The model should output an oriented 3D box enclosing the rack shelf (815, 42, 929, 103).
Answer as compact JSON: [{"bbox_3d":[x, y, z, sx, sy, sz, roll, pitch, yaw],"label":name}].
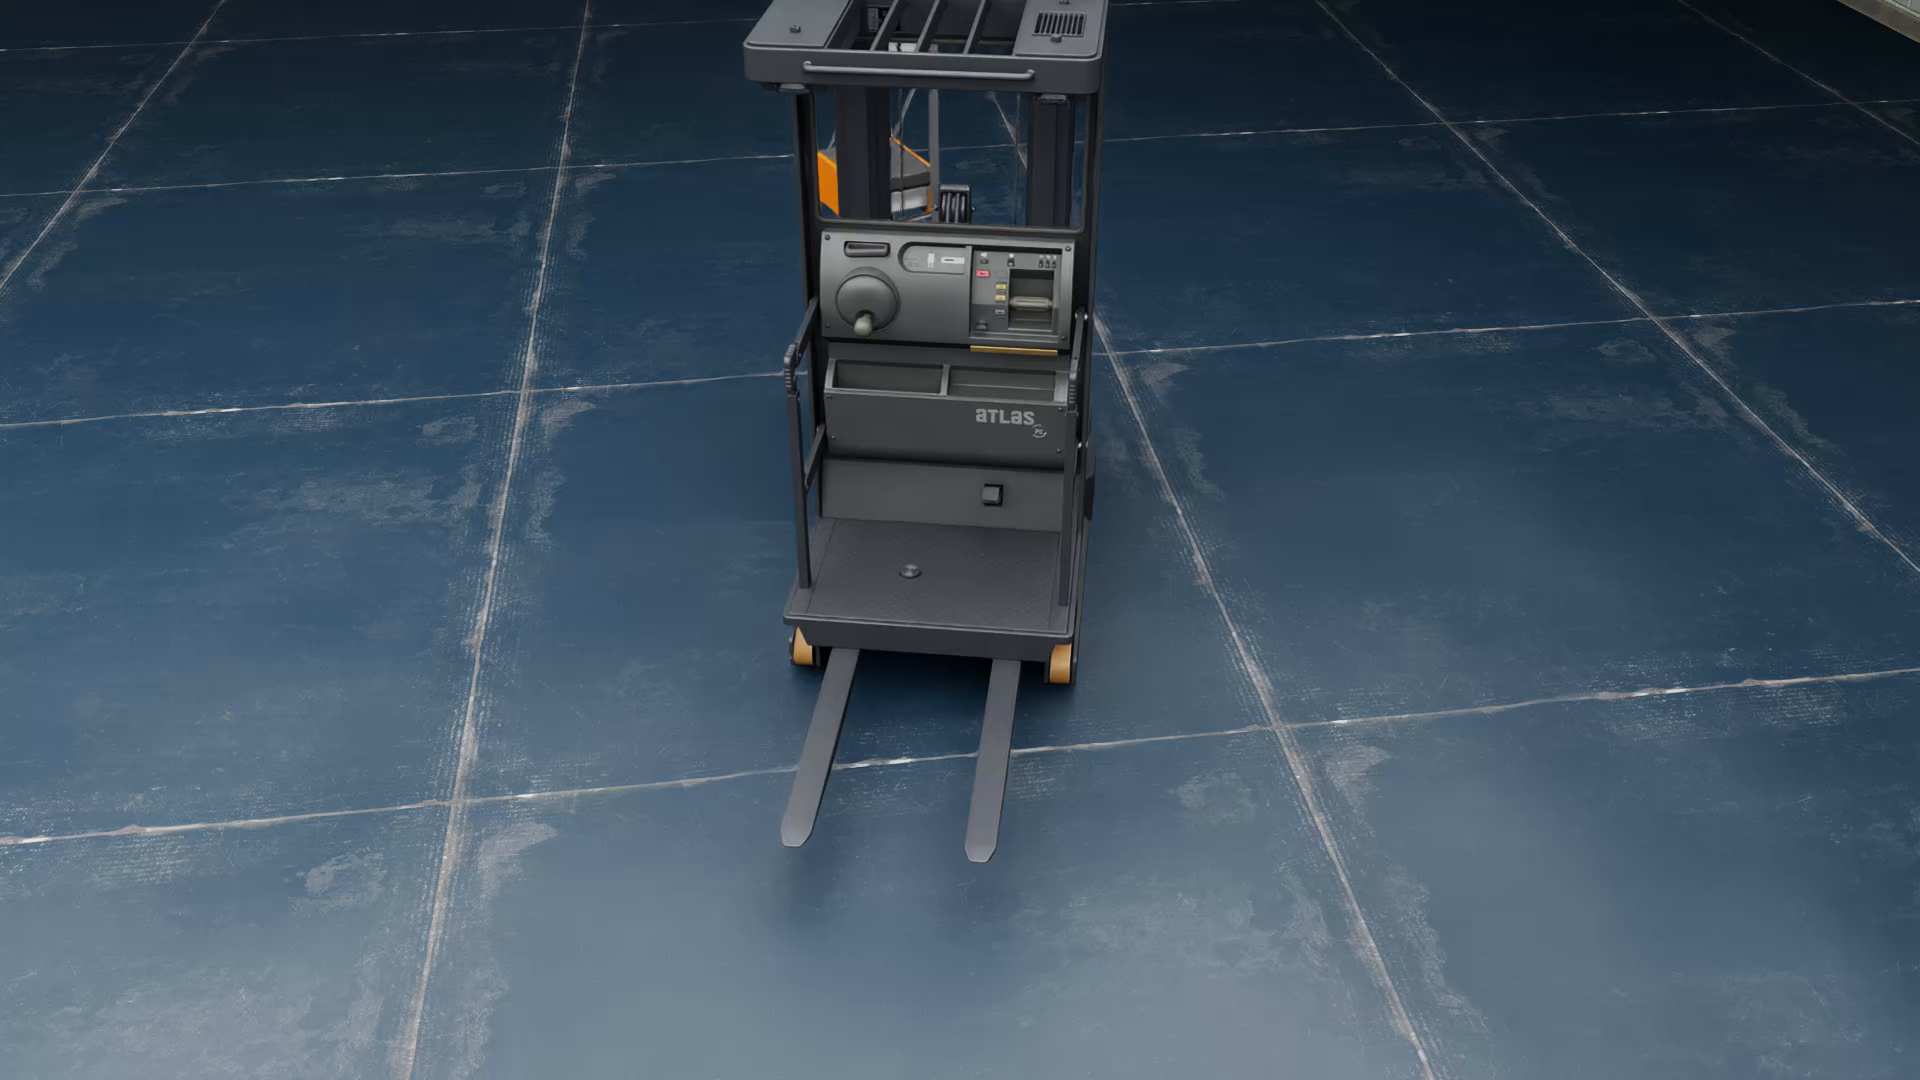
[{"bbox_3d":[-0.389,-2.127,7.284,0.431,0.518,0.480,-16,37,-22],"label":"rack shelf"}]

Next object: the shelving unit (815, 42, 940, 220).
[{"bbox_3d":[-0.390,-1.558,7.667,0.431,2.100,0.503,-16,37,-22],"label":"shelving unit"}]

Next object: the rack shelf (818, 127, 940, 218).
[{"bbox_3d":[-0.390,-1.546,7.675,0.431,0.518,0.480,-16,37,-22],"label":"rack shelf"}]

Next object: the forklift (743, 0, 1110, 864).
[{"bbox_3d":[-0.072,-0.860,5.909,1.130,2.935,3.031,4,34,5],"label":"forklift"}]

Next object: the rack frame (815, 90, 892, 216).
[{"bbox_3d":[-0.501,-1.679,7.848,0.400,2.100,0.015,-16,37,-22],"label":"rack frame"}]

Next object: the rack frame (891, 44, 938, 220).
[{"bbox_3d":[-0.280,-1.436,7.487,0.400,2.100,0.015,-16,37,-22],"label":"rack frame"}]
